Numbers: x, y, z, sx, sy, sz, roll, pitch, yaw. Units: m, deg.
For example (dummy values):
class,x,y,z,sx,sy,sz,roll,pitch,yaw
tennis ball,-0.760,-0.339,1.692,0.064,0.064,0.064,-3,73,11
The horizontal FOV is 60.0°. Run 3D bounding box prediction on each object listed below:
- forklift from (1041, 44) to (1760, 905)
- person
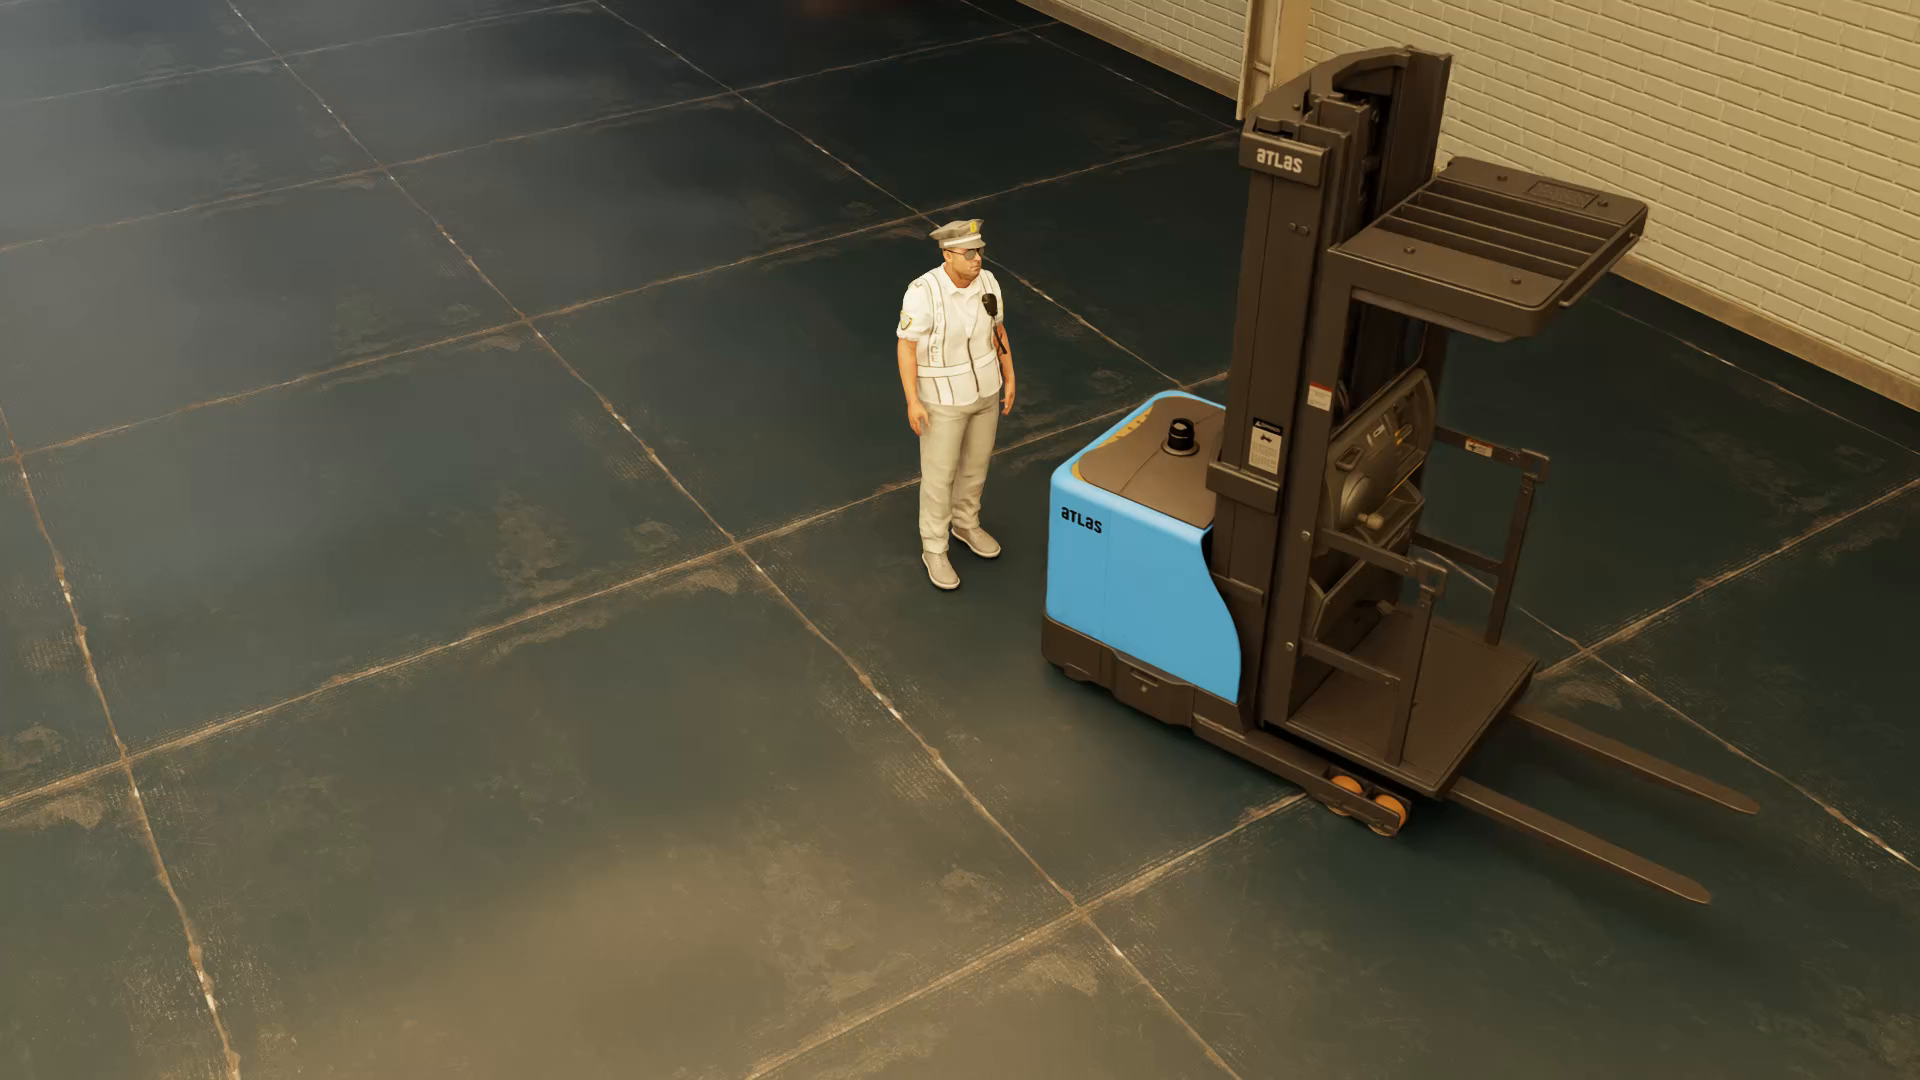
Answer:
class,x,y,z,sx,sy,sz,roll,pitch,yaw
forklift,1.857,-0.314,6.594,3.031,2.935,1.130,24,42,30
person,0.032,-0.694,8.122,0.640,1.781,0.575,-21,40,-27
